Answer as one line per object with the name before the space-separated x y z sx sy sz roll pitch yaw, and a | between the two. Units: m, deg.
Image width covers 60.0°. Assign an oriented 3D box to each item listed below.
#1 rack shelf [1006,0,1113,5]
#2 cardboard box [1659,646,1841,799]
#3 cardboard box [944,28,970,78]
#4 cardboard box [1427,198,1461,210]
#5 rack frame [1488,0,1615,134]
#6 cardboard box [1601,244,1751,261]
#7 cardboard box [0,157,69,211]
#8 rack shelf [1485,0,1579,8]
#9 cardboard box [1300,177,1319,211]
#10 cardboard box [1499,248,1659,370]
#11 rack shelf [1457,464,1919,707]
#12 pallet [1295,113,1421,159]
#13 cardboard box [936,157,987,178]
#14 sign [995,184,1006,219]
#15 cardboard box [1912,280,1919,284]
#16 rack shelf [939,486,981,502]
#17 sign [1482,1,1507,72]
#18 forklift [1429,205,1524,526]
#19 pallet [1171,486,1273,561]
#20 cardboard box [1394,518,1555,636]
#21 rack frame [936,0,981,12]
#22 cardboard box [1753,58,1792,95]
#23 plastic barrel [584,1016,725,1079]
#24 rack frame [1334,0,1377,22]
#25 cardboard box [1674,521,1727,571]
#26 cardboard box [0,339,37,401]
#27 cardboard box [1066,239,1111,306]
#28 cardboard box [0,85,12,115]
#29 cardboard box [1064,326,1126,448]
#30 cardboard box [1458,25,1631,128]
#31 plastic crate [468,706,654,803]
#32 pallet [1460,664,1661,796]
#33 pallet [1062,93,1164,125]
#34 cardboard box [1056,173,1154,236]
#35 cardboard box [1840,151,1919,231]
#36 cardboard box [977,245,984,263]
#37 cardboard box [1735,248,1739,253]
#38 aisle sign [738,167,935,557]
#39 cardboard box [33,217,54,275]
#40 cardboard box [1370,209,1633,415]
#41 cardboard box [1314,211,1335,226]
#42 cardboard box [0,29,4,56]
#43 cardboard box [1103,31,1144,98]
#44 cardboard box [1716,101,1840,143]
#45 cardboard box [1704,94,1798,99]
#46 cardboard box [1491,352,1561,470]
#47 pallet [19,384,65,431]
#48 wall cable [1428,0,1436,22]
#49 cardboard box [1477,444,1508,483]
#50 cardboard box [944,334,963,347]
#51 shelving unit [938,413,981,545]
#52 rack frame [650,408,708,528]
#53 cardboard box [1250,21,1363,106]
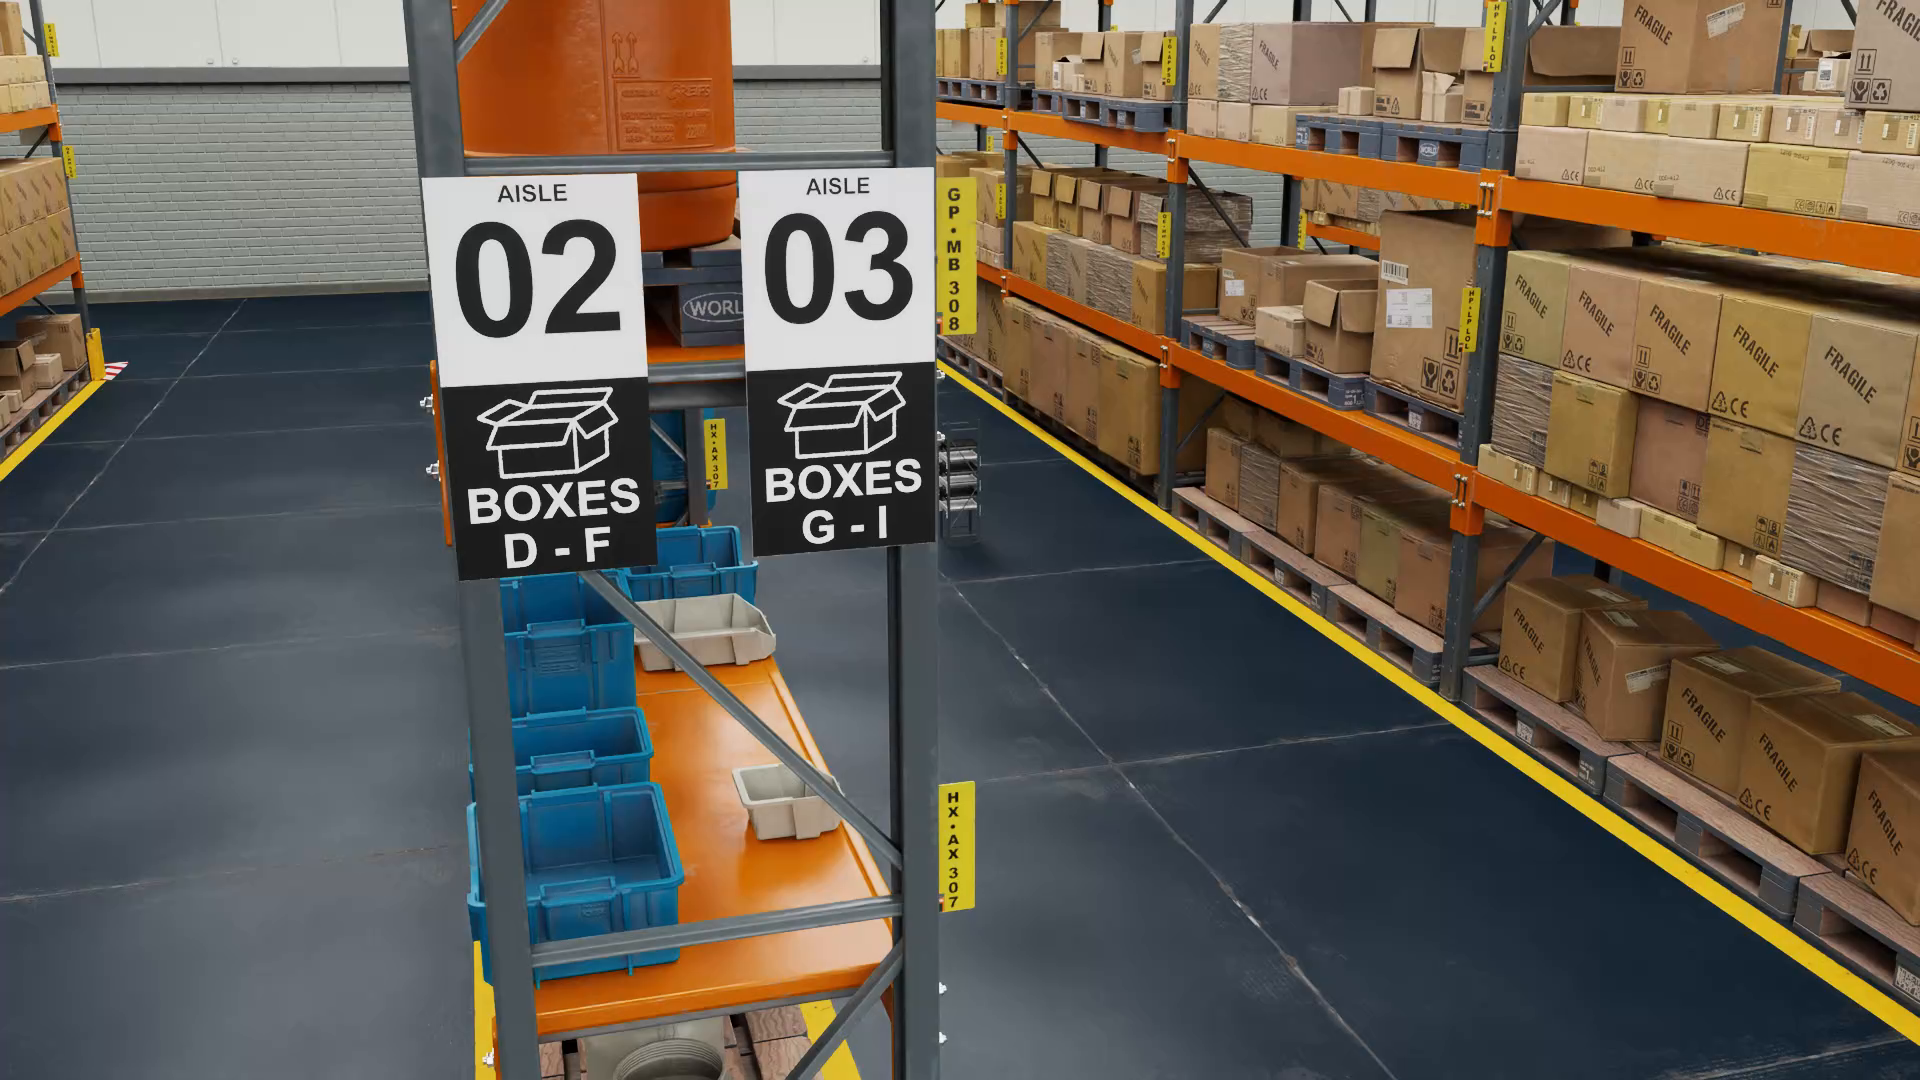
rack shelf | 1.470 -4.604 13.581 1.077 0.370 4.000 -5 17 -15
cardboard box | 3.601 0.826 7.602 0.500 0.500 0.500 -6 18 -20
cardboard box | 0.243 -5.216 17.809 0.700 0.500 0.500 -6 18 -19
cardboard box | 5.312 -3.486 17.651 0.500 0.500 0.500 -5 17 -15
rack frame | 3.119 -3.480 7.895 1.000 3.000 0.127 -5 17 -15
cardboard box | 3.507 -1.173 8.215 0.500 0.500 0.500 -5 17 -15
cardboard box | -9.318 -3.569 16.709 0.500 0.500 0.500 -5 17 -16
rack shelf | 6.267 -4.968 14.793 1.077 0.370 4.000 -5 17 -15
cardboard box | 4.475 -4.335 20.477 0.500 0.500 0.500 -4 17 -13
cardboard box | 2.998 -1.131 8.076 0.500 0.500 0.500 -5 17 -15
rack shelf | 3.668 0.291 7.020 1.077 0.370 4.000 -5 17 -15
pallet | 2.764 -2.419 9.904 1.213 0.211 1.003 -5 17 -15
cardboard box | -0.021 -3.921 18.230 0.500 0.500 0.500 -5 17 -17
sign | 0.387 -3.228 15.841 0.100 0.325 0.005 -5 17 -15
cardboard box | 7.096 -1.562 11.764 0.500 0.500 0.500 -5 17 -16
rack shelf | -0.002 -0.315 11.866 0.258 0.077 0.200 -5 17 -15
sign | 2.586 -2.435 8.046 0.100 0.325 0.005 -5 17 -15
forklift | 4.344 -1.880 13.117 1.130 2.935 3.031 -4 17 -12
pallet | 2.233 -0.161 12.123 1.003 0.211 1.213 -5 17 -15
cardboard box | 2.971 0.208 9.625 0.700 0.500 0.500 -6 18 -20
rack frame | -0.179 -6.799 18.945 1.000 3.000 0.127 -5 17 -15
cardboard box | 6.415 -3.700 13.667 0.500 0.500 0.500 -5 17 -15
plastic barrel | -0.936 1.567 5.116 0.421 0.512 0.421 0 17 0
rack frame | 4.618 -7.163 20.158 1.000 3.000 0.127 -5 17 -15
cardboard box | 3.314 0.011 7.139 0.380 0.149 0.250 -5 17 -15
cardboard box | -9.127 -1.572 15.545 0.797 0.503 0.637 -5 17 -15
cardboard box | 1.229 -2.301 14.223 0.500 0.500 0.500 -4 17 -14
cardboard box | -8.912 -3.971 15.006 0.500 0.250 0.500 -5 17 -15
cardboard box | 1.612 -1.336 14.150 1.225 0.875 0.875 -5 17 -15
cardboard box | 3.085 -2.432 8.710 0.797 0.503 0.637 -6 18 -18
plastic crate | -1.142 0.668 4.774 0.499 0.251 0.408 -5 17 -15
pallet | 3.337 0.912 8.550 1.003 0.211 1.213 -5 17 -15
pallet | 1.481 -3.542 13.645 1.003 0.211 1.213 -4 17 -13
cardboard box | 1.281 -2.981 14.745 0.797 0.503 0.637 -5 17 -15
cardboard box | 3.569 -1.259 5.975 0.500 0.250 0.500 -4 17 -14
cardboard box | 0.380 -2.900 16.829 0.380 0.149 0.250 -5 17 -16
cardboard box | 6.800 -2.525 14.334 0.380 0.149 0.250 -4 17 -13
aisle sign | -0.243 -0.357 3.408 0.394 0.787 0.004 -5 17 -15
cardboard box | -9.042 -2.808 15.911 0.500 0.500 0.500 -5 17 -15
cardboard box | 3.035 -1.326 9.380 1.000 1.000 1.000 -5 17 -15
cardboard box | 4.524 -3.909 20.187 0.380 0.149 0.250 -5 17 -17
cardboard box | -9.492 -4.821 15.663 0.700 0.500 0.500 -5 17 -15
cardboard box | 1.461 -3.794 13.250 0.500 0.500 0.500 -4 17 -12
cardboard box | 3.306 -1.690 6.719 0.380 0.149 0.250 -5 17 -16
cardboard box | 3.624 -1.952 7.589 0.380 0.149 0.250 -6 18 -18
cardboard box | 3.183 -0.668 8.270 0.875 0.500 0.500 -5 17 -15
pallet | -9.132 -1.230 15.680 1.003 0.211 1.213 -5 17 -15
wall cable | 7.515 -9.134 26.717 0.463 3.000 0.029 -5 17 -15
cardboard box | 2.889 -0.403 8.517 0.380 0.149 0.250 -5 17 -15
cardboard box | 0.324 -2.687 18.647 0.875 0.875 0.875 -5 17 -15
shelving unit | -0.002 -0.433 11.830 0.258 0.900 0.210 -5 17 -15
rack frame | -1.643 -0.215 7.454 1.000 3.000 0.127 -5 17 -15
cardboard box | 2.182 -3.008 10.494 0.500 0.500 0.500 -5 17 -17
